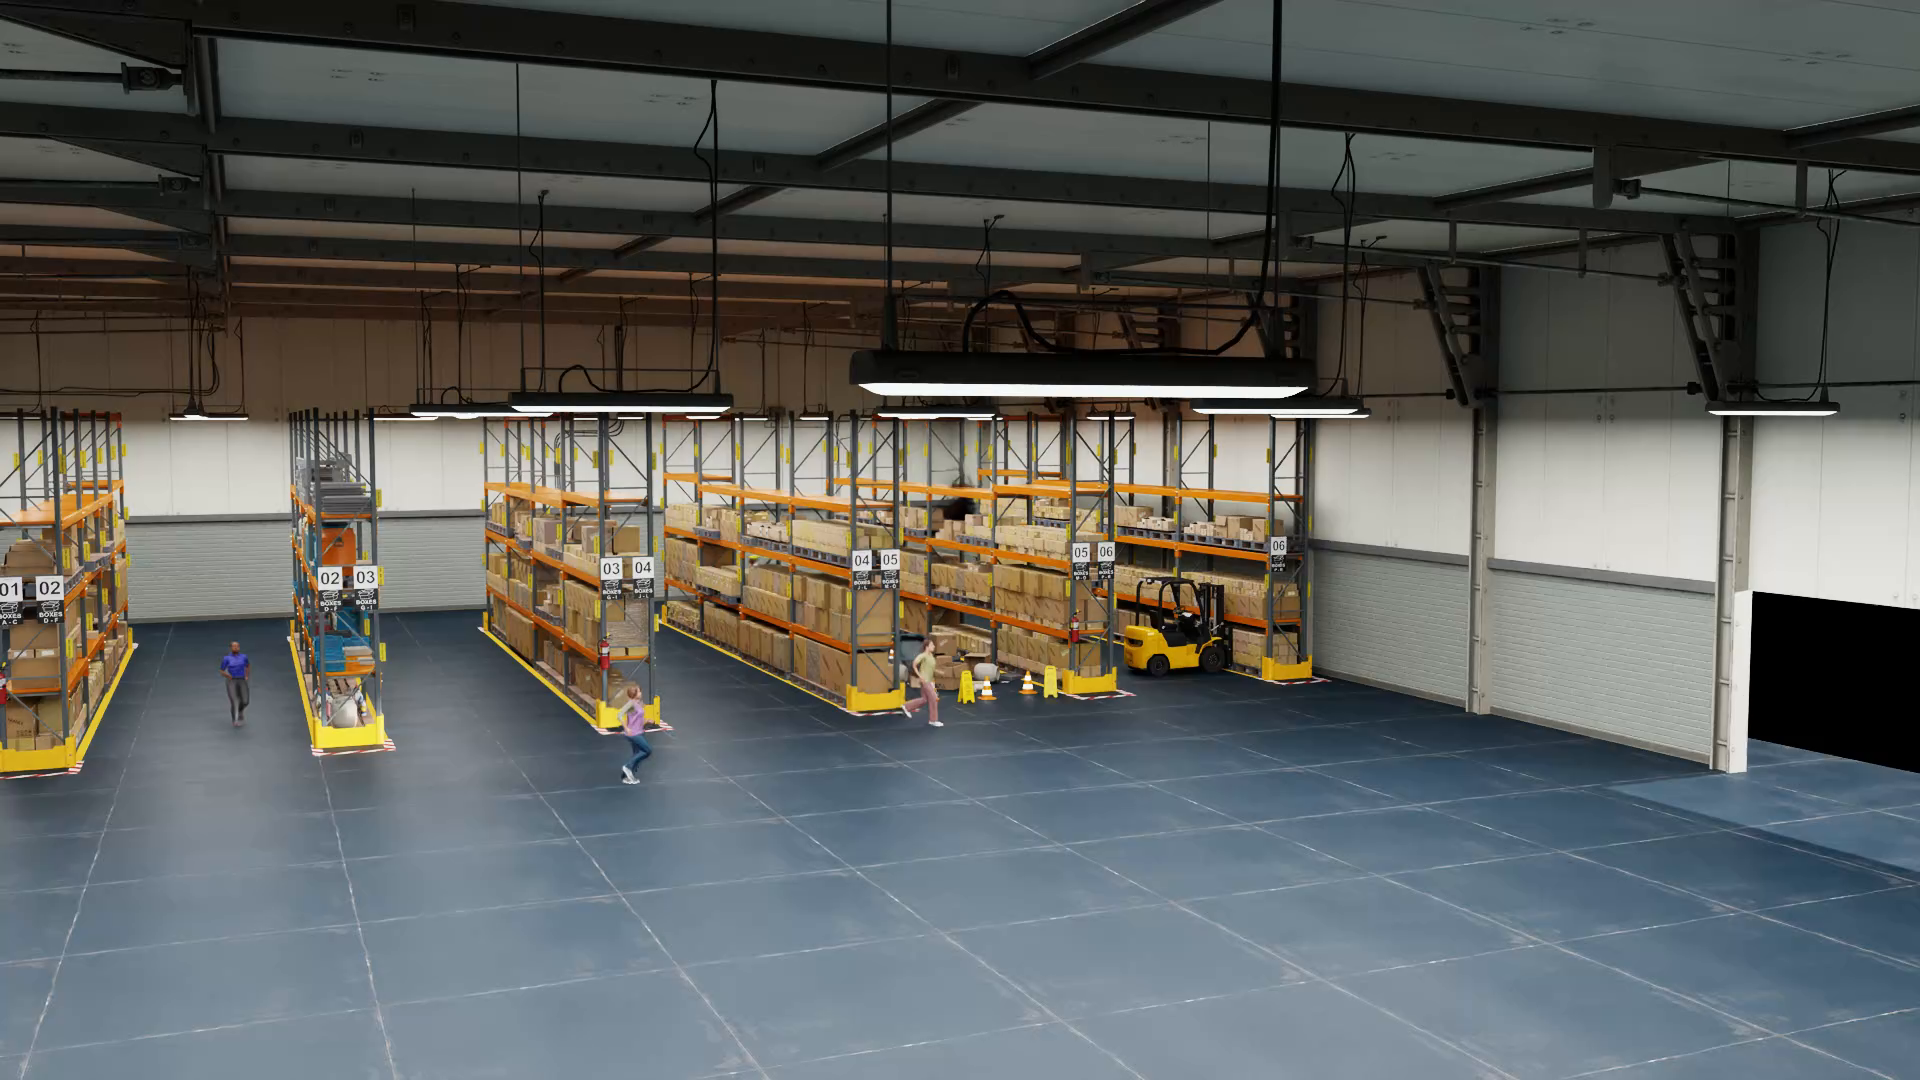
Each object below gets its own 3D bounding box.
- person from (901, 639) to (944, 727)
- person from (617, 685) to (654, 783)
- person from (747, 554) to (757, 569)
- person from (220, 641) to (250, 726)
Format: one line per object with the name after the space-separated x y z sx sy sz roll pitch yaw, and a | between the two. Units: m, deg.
-0.719 2.695 31.563 0.888 1.652 0.559 1 4 19 | person
-5.120 3.087 26.376 0.552 1.562 0.533 0 4 1 | person
-6.290 1.333 50.199 0.742 1.819 0.669 -2 5 -31 | person
-13.660 2.721 31.423 0.571 1.596 0.551 -3 5 -37 | person
